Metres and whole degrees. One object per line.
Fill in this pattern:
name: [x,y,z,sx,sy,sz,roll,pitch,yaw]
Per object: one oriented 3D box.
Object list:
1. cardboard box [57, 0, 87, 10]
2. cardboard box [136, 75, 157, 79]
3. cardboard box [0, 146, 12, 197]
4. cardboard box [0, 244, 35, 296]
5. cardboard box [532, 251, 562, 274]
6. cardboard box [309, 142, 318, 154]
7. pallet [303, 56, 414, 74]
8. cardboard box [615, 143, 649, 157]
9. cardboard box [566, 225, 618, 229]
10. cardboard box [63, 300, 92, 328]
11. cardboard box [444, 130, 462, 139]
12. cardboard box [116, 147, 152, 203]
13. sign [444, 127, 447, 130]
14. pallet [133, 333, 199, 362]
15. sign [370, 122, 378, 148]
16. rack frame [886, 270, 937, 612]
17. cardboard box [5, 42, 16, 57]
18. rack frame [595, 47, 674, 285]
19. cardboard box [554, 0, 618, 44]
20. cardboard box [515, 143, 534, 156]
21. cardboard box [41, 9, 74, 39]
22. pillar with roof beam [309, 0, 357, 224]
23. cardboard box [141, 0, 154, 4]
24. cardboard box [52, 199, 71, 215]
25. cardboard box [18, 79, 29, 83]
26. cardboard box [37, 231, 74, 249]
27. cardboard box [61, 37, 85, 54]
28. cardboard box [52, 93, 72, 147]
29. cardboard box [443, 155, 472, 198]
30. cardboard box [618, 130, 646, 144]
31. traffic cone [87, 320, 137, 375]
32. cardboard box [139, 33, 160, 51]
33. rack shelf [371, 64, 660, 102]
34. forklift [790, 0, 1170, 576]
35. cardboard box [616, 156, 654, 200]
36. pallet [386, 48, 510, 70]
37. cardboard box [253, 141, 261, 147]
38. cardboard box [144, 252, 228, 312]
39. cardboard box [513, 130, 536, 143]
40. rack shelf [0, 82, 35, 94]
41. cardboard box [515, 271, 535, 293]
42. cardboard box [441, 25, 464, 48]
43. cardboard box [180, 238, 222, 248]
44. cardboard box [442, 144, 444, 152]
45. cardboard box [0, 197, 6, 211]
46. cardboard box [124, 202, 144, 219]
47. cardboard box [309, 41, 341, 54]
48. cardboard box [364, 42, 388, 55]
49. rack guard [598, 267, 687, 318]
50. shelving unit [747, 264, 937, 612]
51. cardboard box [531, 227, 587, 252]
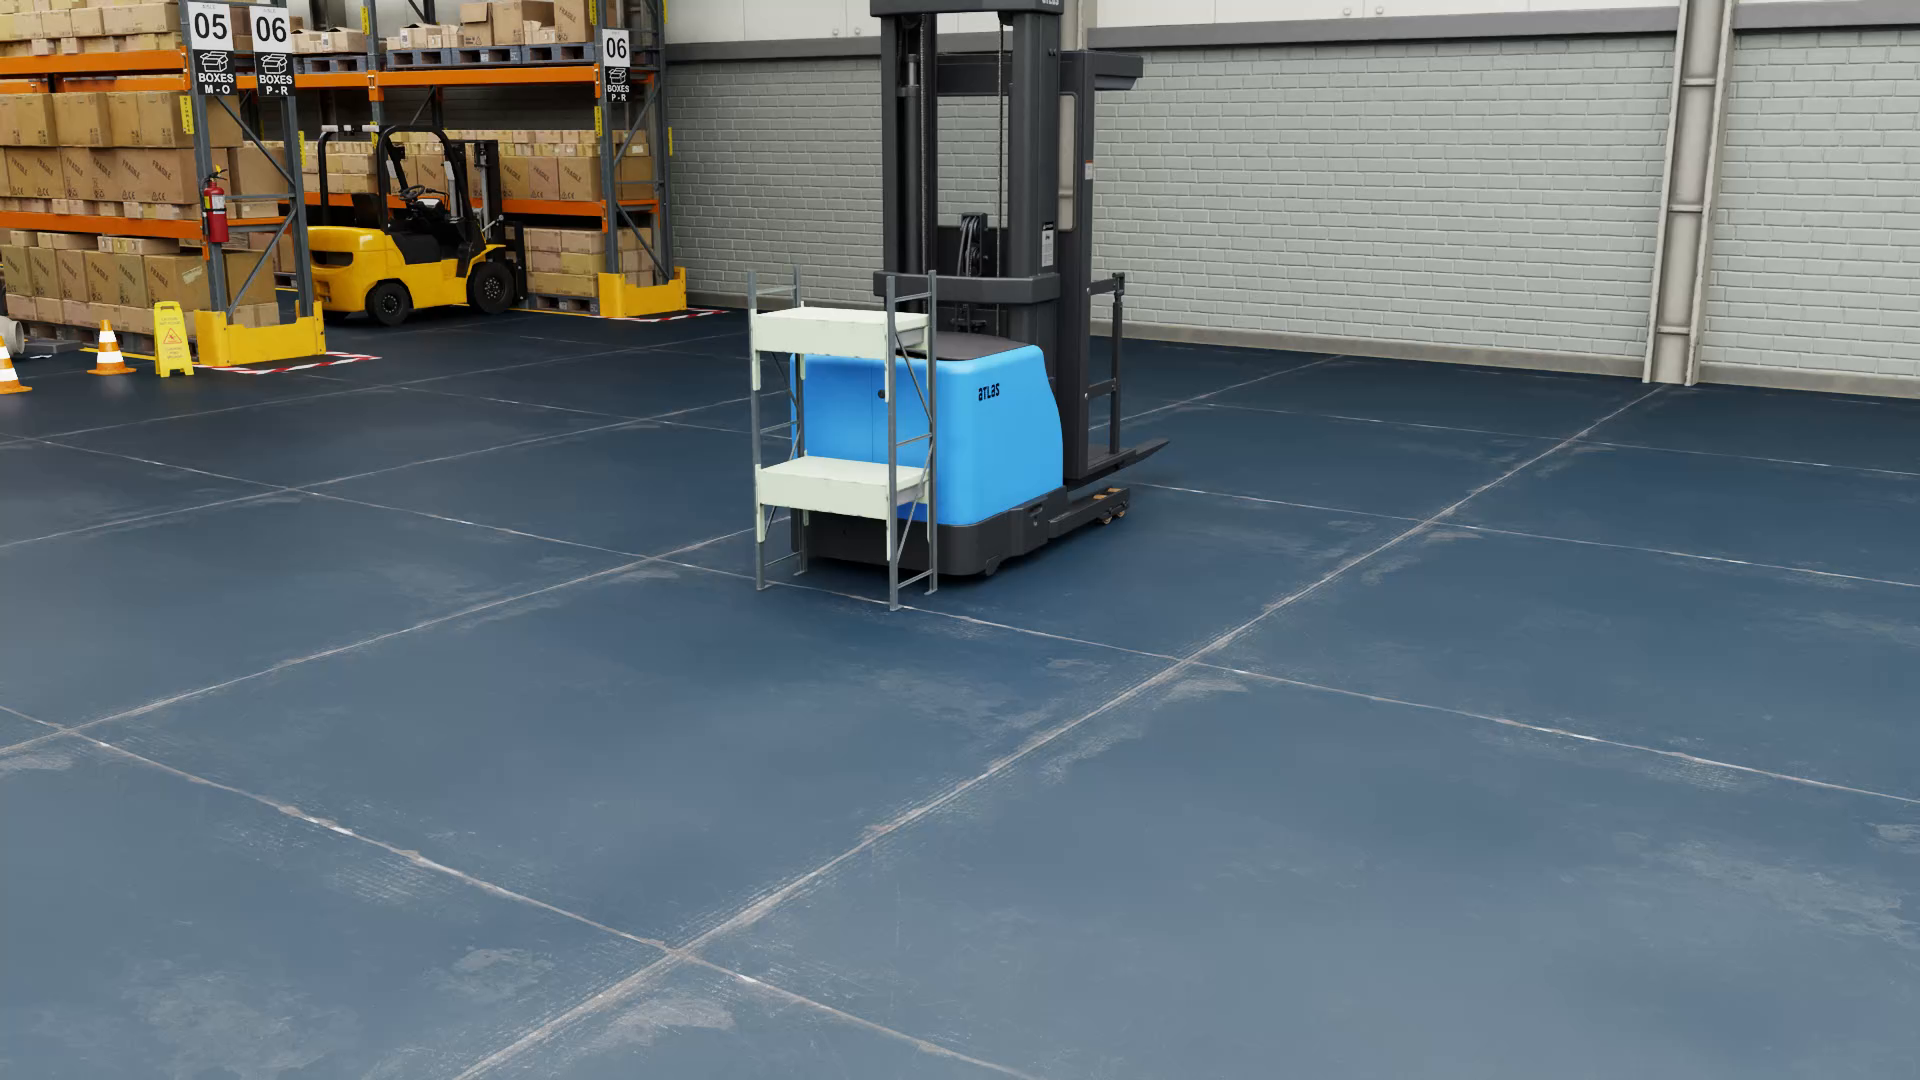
cardboard box: [-8.267,-5.071,15.686,0.250,0.149,0.380,10,17,34]
cardboard box: [-11.380,-6.698,23.708,0.500,0.250,0.500,9,17,33]
cardboard box: [-9.640,-3.779,17.019,0.500,0.500,0.500,9,17,33]
cardboard box: [-9.510,-2.801,17.182,0.500,0.500,0.500,10,17,35]
cardboard box: [-4.751,-3.338,19.875,0.500,0.250,0.500,9,17,32]
cardboard box: [-8.362,-5.186,21.974,0.250,0.149,0.380,9,16,31]
pallet: [-7.821,-6.170,21.659,1.217,0.209,0.805,8,16,31]
cardboard box: [-3.899,-4.615,19.665,0.250,0.149,0.380,9,16,31]
cardboard box: [-4.473,-3.677,20.203,0.500,0.250,0.500,9,17,33]
cardboard box: [-8.619,-2.297,16.707,0.500,0.250,0.500,9,16,32]
cardboard box: [-6.112,-4.963,20.451,0.250,0.149,0.380,9,16,32]
cardboard box: [-7.547,-3.443,15.662,0.500,0.500,0.500,9,17,33]
sign: [-6.773,-5.260,21.864,0.005,0.325,0.100,9,17,33]
pallet: [-7.247,-1.937,16.207,1.213,0.211,1.003,9,17,33]
sign: [-7.377,-5.105,20.958,0.005,0.325,0.100,9,17,33]
rack frame: [-0.212,-0.446,7.503,0.023,1.500,0.400,7,16,28]
cardboard box: [-9.274,-4.886,16.601,0.250,0.149,0.380,9,17,33]
rack frame: [-3.763,-4.154,19.363,0.127,3.000,1.000,9,17,33]
cardboard box: [-4.266,-5.922,18.971,0.500,0.500,0.500,10,17,35]
cardboard box: [-5.064,-4.646,19.789,0.250,0.149,0.380,9,16,31]
cardboard box: [-8.375,-4.910,15.867,0.500,0.250,0.500,9,17,33]
pillar with roof beam: [-11.219,-7.286,19.528,0.400,9.000,9.100,9,17,33]
cardboard box: [-7.168,-4.914,15.053,0.250,0.149,0.380,10,17,34]
cardboard box: [-8.710,-3.299,16.430,0.250,0.149,0.380,9,17,33]
cardboard box: [-14.183,-7.087,25.490,0.250,0.149,0.380,9,17,32]
cardboard box: [-9.012,-3.018,16.711,0.250,0.149,0.380,10,17,35]
cardboard box: [-8.281,-4.687,15.796,0.250,0.149,0.380,9,16,32]
cardboard box: [-8.308,-4.079,16.151,0.500,0.500,0.700,9,17,32]
cardboard box: [-5.997,-4.493,20.525,0.500,0.500,0.500,9,17,32]
cardboard box: [-3.922,-4.750,19.591,0.250,0.149,0.380,9,16,32]
traffic cone: [-7.607,-1.733,14.861,0.334,0.463,0.336,9,17,33]
cardboard box: [-7.207,-4.517,15.109,0.250,0.149,0.380,9,17,33]
rack shelf: [-5.422,-5.529,20.172,4.000,0.370,1.077,9,17,33]
forklift: [0.301,-1.556,9.009,1.130,2.935,3.031,7,16,28]
cardboard box: [-4.019,-4.325,19.843,0.500,0.500,0.500,10,17,35]
pallet: [-6.360,-5.995,20.739,1.213,0.211,1.003,9,17,33]
cardboard box: [-9.402,-5.364,22.691,0.250,0.149,0.380,9,17,33]
cardboard box: [-7.340,-2.453,15.776,0.500,0.500,0.500,9,17,33]
cardboard box: [-5.075,-4.786,19.736,0.250,0.149,0.380,10,17,34]
rack shelf: [-15.380,-7.139,26.673,4.000,0.370,1.077,9,17,33]
cardboard box: [-5.146,-3.161,20.198,0.500,0.250,0.500,9,17,33]
cardboard box: [-6.020,-6.074,20.074,0.258,0.266,0.396,9,16,31]
cardboard box: [-10.872,-4.231,24.002,0.500,0.500,0.500,10,17,34]
cardboard box: [-6.137,-4.812,20.461,0.250,0.149,0.380,9,17,32]
cardboard box: [-9.767,-3.472,17.131,0.250,0.149,0.380,9,17,33]
cardboard box: [-7.663,-3.129,15.742,0.250,0.149,0.380,10,17,34]
cardboard box: [-8.164,-6.364,21.488,0.250,0.149,0.380,9,17,33]
cardboard box: [-7.677,-6.430,21.755,0.250,0.149,0.380,9,17,33]
rack guard: [-3.743,-2.938,19.650,0.348,0.500,1.175,9,17,33]
shelving unit: [-0.534,-0.488,7.673,0.755,1.500,0.431,7,16,28]
cardboard box: [-4.746,-3.576,19.792,0.500,0.250,0.500,10,17,34]
